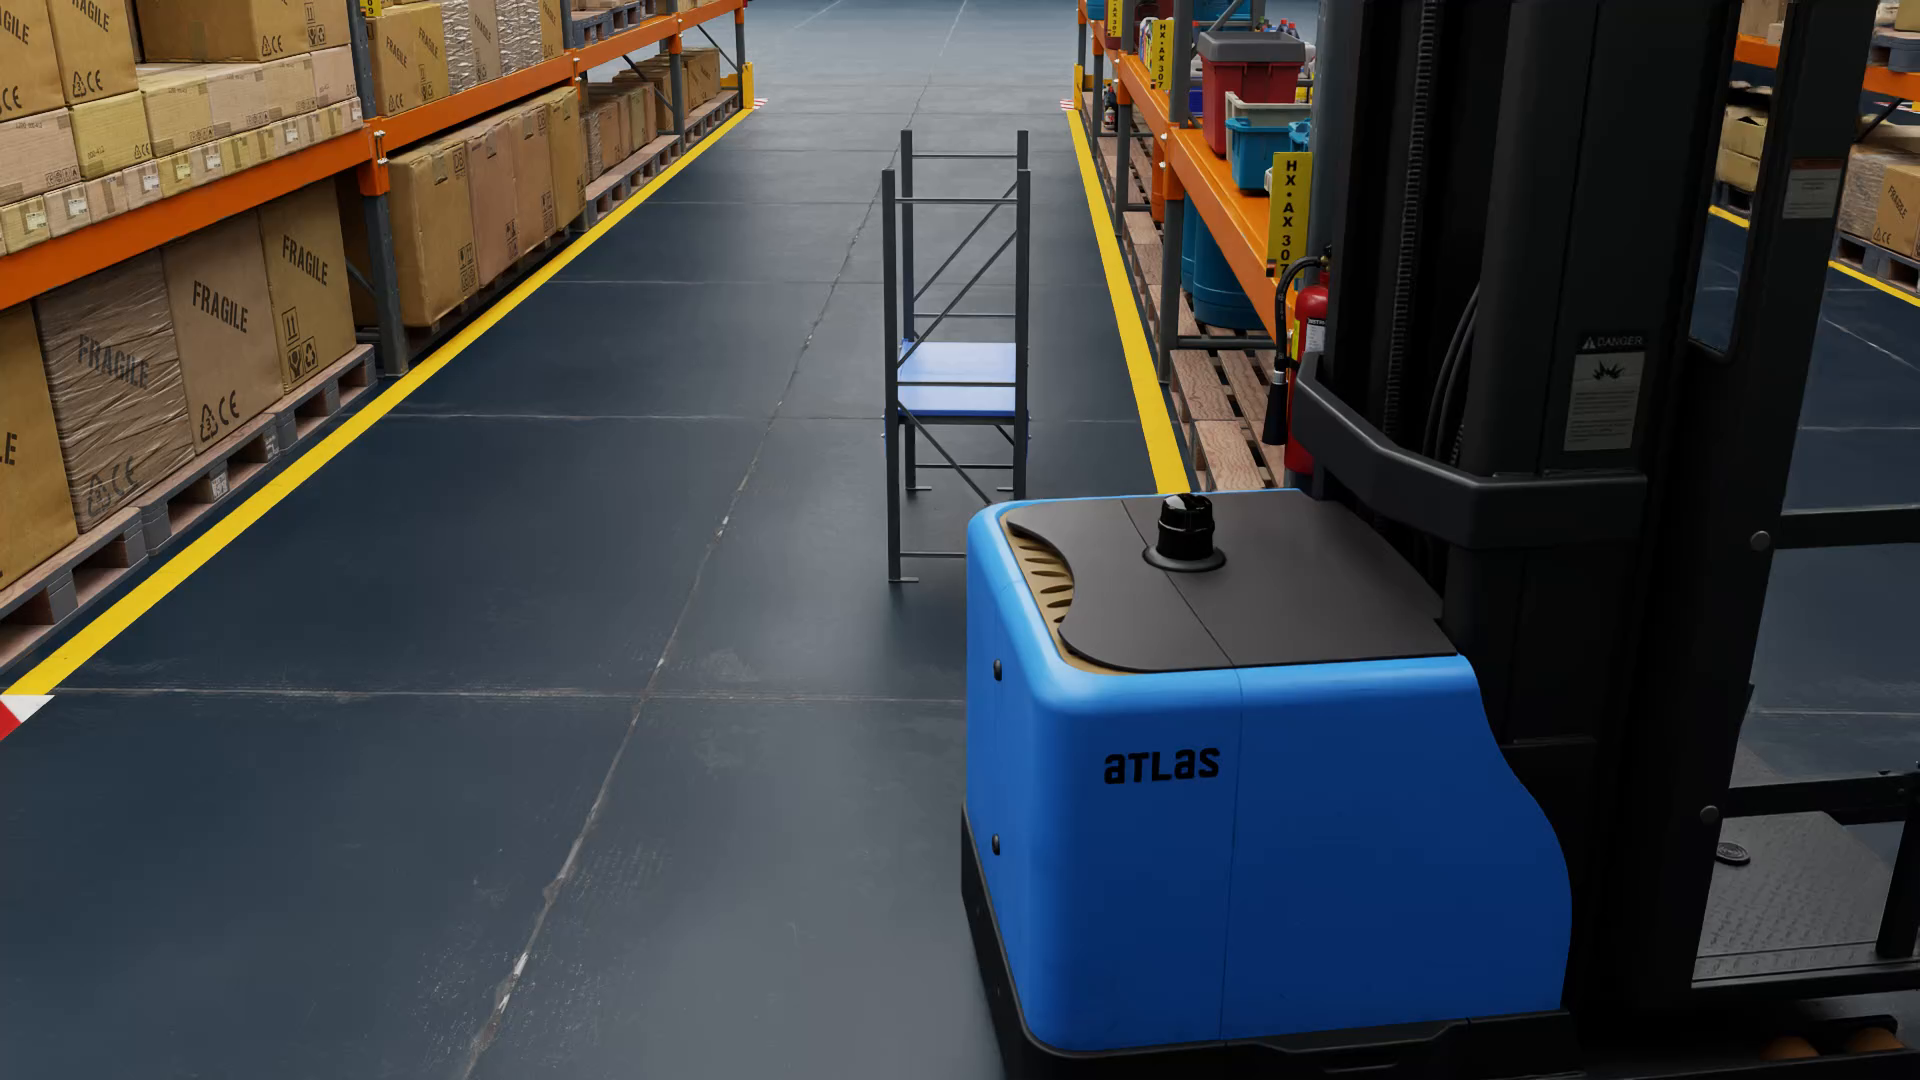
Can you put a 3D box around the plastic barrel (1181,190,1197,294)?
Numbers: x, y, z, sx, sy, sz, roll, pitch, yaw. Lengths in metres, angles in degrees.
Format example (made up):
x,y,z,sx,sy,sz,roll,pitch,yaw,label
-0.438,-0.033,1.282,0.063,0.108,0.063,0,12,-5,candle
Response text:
x,y,z,sx,sy,sz,roll,pitch,yaw,label
1.584,-1.885,9.561,0.600,0.901,0.708,1,21,2,plastic barrel

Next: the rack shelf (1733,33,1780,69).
x,y,z,sx,sy,sz,roll,pitch,yaw,label
6.663,-3.993,13.668,1.077,0.370,4.000,1,21,2,rack shelf

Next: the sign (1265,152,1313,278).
x,y,z,sx,sy,sz,roll,pitch,yaw,label
0.857,-0.845,4.334,0.100,0.325,0.005,1,21,2,sign

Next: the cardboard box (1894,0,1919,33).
x,y,z,sx,sy,sz,roll,pitch,yaw,label
6.695,-3.619,10.990,0.700,0.500,0.500,-7,22,-16,cardboard box

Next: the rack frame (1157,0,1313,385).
x,y,z,sx,sy,sz,roll,pitch,yaw,label
1.529,-2.215,8.091,1.000,3.000,0.127,1,21,2,rack frame

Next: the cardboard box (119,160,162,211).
x,y,z,sx,sy,sz,roll,pitch,yaw,label
-3.166,-1.296,6.069,0.380,0.149,0.250,0,21,1,cardboard box

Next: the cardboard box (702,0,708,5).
x,y,z,sx,sy,sz,roll,pitch,yaw,label
-2.839,-5.662,17.321,0.380,0.149,0.250,1,21,2,cardboard box

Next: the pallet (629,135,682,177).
x,y,z,sx,sy,sz,roll,pitch,yaw,label
-3.200,-3.580,15.465,1.003,0.211,1.213,1,21,2,pallet

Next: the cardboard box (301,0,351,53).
x,y,z,sx,sy,sz,roll,pitch,yaw,label
-3.168,-2.519,7.633,0.500,0.500,0.500,1,21,3,cardboard box

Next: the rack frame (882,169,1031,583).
x,y,z,sx,sy,sz,roll,pitch,yaw,label
-0.013,-0.546,5.863,0.500,1.500,0.032,1,21,2,rack frame

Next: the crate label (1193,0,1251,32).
x,y,z,sx,sy,sz,roll,pitch,yaw,label
1.951,-4.034,12.730,0.502,0.435,0.616,1,21,2,crate label

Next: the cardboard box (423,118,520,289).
x,y,z,sx,sy,sz,roll,pitch,yaw,label
-3.396,-2.029,9.969,1.225,0.875,0.875,0,21,0,cardboard box

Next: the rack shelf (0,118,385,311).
x,y,z,sx,sy,sz,roll,pitch,yaw,label
-3.482,-1.211,6.498,1.077,0.370,4.000,1,21,2,rack shelf

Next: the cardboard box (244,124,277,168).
x,y,z,sx,sy,sz,roll,pitch,yaw,label
-3.134,-1.666,7.024,0.380,0.149,0.250,1,21,3,cardboard box

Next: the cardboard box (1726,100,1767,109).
x,y,z,sx,sy,sz,roll,pitch,yaw,label
6.416,-3.524,13.911,0.500,0.311,0.500,1,21,3,cardboard box

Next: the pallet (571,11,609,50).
x,y,z,sx,sy,sz,roll,pitch,yaw,label
-3.385,-3.885,12.660,1.213,0.211,1.003,1,21,2,pallet

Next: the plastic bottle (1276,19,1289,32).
x,y,z,sx,sy,sz,roll,pitch,yaw,label
1.984,-3.017,10.226,0.144,0.351,0.185,1,21,2,plastic bottle

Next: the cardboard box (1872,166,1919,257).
x,y,z,sx,sy,sz,roll,pitch,yaw,label
6.272,-2.113,10.675,0.500,0.500,0.500,0,21,1,cardboard box

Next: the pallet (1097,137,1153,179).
x,y,z,sx,sy,sz,roll,pitch,yaw,label
1.787,-3.523,15.317,1.003,0.211,1.213,1,21,2,pallet

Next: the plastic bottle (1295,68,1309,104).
x,y,z,sx,sy,sz,roll,pitch,yaw,label
1.810,-2.412,8.874,0.097,0.201,0.097,0,21,0,plastic bottle

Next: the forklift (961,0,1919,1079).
x,y,z,sx,sy,sz,roll,pitch,yaw,label
1.562,-0.355,3.392,3.031,2.935,1.130,-3,21,-7,forklift

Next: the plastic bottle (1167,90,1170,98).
x,y,z,sx,sy,sz,roll,pitch,yaw,label
1.244,-2.618,9.300,0.152,0.276,0.135,1,21,2,plastic bottle

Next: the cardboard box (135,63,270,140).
x,y,z,sx,sy,sz,roll,pitch,yaw,label
-3.201,-1.804,6.828,0.500,0.250,0.500,1,21,3,cardboard box

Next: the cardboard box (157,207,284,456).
x,y,z,sx,sy,sz,roll,pitch,yaw,label
-3.549,-0.912,7.088,0.875,0.875,0.875,1,21,2,cardboard box

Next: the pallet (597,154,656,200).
x,y,z,sx,sy,sz,roll,pitch,yaw,label
-3.235,-3.138,14.325,1.003,0.211,1.213,1,21,2,pallet

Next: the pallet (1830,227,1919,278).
x,y,z,sx,sy,sz,roll,pitch,yaw,label
6.541,-2.036,11.484,1.003,0.211,1.213,1,21,2,pallet

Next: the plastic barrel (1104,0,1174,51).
x,y,z,sx,sy,sz,roll,pitch,yaw,label
1.362,-3.896,12.235,0.600,0.536,0.708,1,21,2,plastic barrel

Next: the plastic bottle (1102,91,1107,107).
x,y,z,sx,sy,sz,roll,pitch,yaw,label
1.473,-4.411,16.897,0.061,0.283,0.133,2,21,5,plastic bottle

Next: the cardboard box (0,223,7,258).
x,y,z,sx,sy,sz,roll,pitch,yaw,label
-3.196,-0.924,5.110,0.380,0.149,0.250,0,21,1,cardboard box

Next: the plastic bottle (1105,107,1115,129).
x,y,z,sx,sy,sz,roll,pitch,yaw,label
1.472,-4.143,16.319,0.097,0.201,0.097,0,21,0,plastic bottle

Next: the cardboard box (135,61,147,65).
x,y,z,sx,sy,sz,roll,pitch,yaw,label
-3.718,-1.991,7.311,0.500,0.250,0.500,1,21,1,cardboard box

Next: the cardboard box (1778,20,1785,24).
x,y,z,sx,sy,sz,roll,pitch,yaw,label
6.584,-3.950,12.910,0.380,0.149,0.250,2,21,6,cardboard box

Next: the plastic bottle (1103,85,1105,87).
x,y,z,sx,sy,sz,roll,pitch,yaw,label
1.514,-4.675,17.594,0.097,0.271,0.097,0,21,0,plastic bottle

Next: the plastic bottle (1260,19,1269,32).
x,y,z,sx,sy,sz,roll,pitch,yaw,label
2.058,-3.372,11.235,0.061,0.283,0.133,1,21,2,plastic bottle

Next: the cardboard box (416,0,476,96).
x,y,z,sx,sy,sz,roll,pitch,yaw,label
-3.128,-2.842,9.569,0.500,0.500,0.500,0,21,0,cardboard box

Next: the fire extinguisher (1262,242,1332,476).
x,y,z,sx,sy,sz,roll,pitch,yaw,label
0.949,-0.509,4.317,0.296,0.674,0.183,1,21,2,fire extinguisher

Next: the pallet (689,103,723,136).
x,y,z,sx,sy,sz,roll,pitch,yaw,label
-3.159,-4.547,17.957,1.003,0.211,1.213,1,21,2,pallet

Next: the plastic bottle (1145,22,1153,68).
x,y,z,sx,sy,sz,roll,pitch,yaw,label
1.251,-3.239,10.890,0.061,0.283,0.133,1,21,2,plastic bottle

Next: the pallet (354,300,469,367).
x,y,z,sx,sy,sz,roll,pitch,yaw,label
-3.473,-1.249,9.457,1.003,0.211,1.213,1,21,2,pallet

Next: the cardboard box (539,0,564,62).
x,y,z,sx,sy,sz,roll,pitch,yaw,label
-3.067,-3.581,11.474,0.500,0.500,0.500,1,21,3,cardboard box

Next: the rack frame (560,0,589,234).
x,y,z,sx,sy,sz,roll,pitch,yaw,label
-3.300,-3.716,11.959,1.000,3.000,0.127,1,21,2,rack frame

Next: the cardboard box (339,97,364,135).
x,y,z,sx,sy,sz,roll,pitch,yaw,label
-3.103,-2.038,7.983,0.380,0.149,0.250,1,21,2,cardboard box

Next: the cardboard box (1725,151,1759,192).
x,y,z,sx,sy,sz,roll,pitch,yaw,label
6.386,-2.899,13.073,0.500,0.250,0.500,0,21,1,cardboard box

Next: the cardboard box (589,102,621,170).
x,y,z,sx,sy,sz,roll,pitch,yaw,label
-3.285,-3.404,14.002,0.700,0.500,0.500,2,21,6,cardboard box

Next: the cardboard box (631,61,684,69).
x,y,z,sx,sy,sz,roll,pitch,yaw,label
-3.176,-4.769,17.549,0.500,0.500,0.500,-1,21,-3,cardboard box

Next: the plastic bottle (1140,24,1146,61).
x,y,z,sx,sy,sz,roll,pitch,yaw,label
1.284,-3.407,11.340,0.097,0.271,0.097,0,21,0,plastic bottle

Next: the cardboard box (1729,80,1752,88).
x,y,z,sx,sy,sz,roll,pitch,yaw,label
6.998,-4.077,15.336,0.500,0.311,0.500,1,21,2,cardboard box

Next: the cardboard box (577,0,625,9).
x,y,z,sx,sy,sz,roll,pitch,yaw,label
-3.019,-4.445,13.465,0.500,0.250,0.500,0,21,0,cardboard box

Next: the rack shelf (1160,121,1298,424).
x,y,z,sx,sy,sz,roll,pitch,yaw,label
1.468,-1.156,6.357,1.077,0.370,4.000,1,21,2,rack shelf

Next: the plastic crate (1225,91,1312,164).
x,y,z,sx,sy,sz,roll,pitch,yaw,label
1.299,-1.638,6.684,0.437,0.282,0.530,1,21,2,plastic crate

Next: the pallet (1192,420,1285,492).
x,y,z,sx,sy,sz,roll,pitch,yaw,label
1.511,-0.206,6.769,1.003,0.211,1.213,1,21,2,pallet

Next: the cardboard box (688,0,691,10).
x,y,z,sx,sy,sz,roll,pitch,yaw,label
-2.871,-5.300,16.390,0.380,0.149,0.250,1,21,2,cardboard box

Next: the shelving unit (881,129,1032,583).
x,y,z,sx,sy,sz,roll,pitch,yaw,label
0.003,-0.730,6.337,0.538,1.500,1.048,1,21,2,shelving unit

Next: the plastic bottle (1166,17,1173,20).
x,y,z,sx,sy,sz,roll,pitch,yaw,label
1.467,-3.449,11.442,0.152,0.276,0.135,1,21,2,plastic bottle
